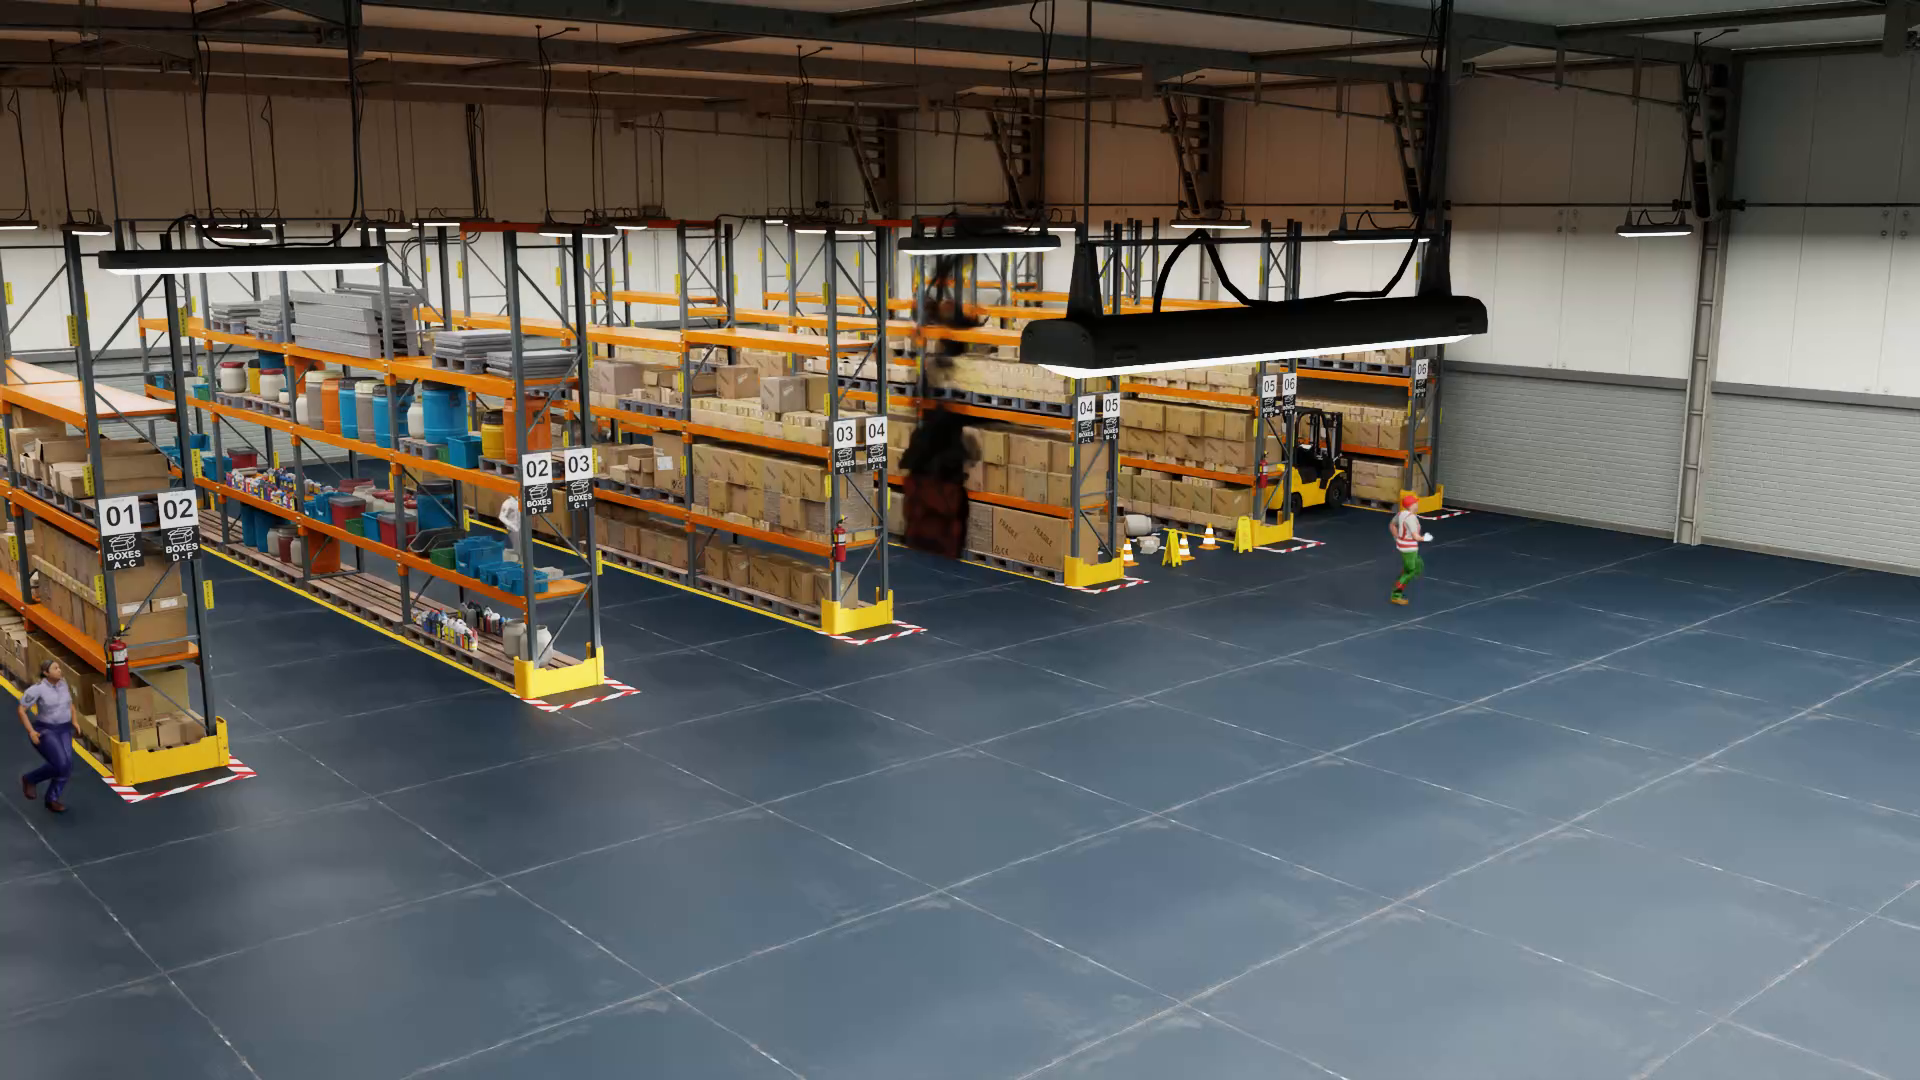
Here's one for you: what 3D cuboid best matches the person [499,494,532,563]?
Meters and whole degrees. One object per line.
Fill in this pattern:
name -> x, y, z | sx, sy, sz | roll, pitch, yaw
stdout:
person -> -7.651, -0.188, 28.643 | 0.696, 1.671, 0.611 | 8, 14, 34

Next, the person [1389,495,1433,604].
person -> 7.227, 0.150, 26.608 | 0.620, 1.756, 0.686 | 0, 11, 2

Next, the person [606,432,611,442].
person -> -7.092, -1.324, 33.942 | 0.934, 1.780, 0.661 | 10, 15, 41

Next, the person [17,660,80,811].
person -> -9.646, 2.061, 17.733 | 0.529, 1.562, 0.648 | 3, 12, 16
